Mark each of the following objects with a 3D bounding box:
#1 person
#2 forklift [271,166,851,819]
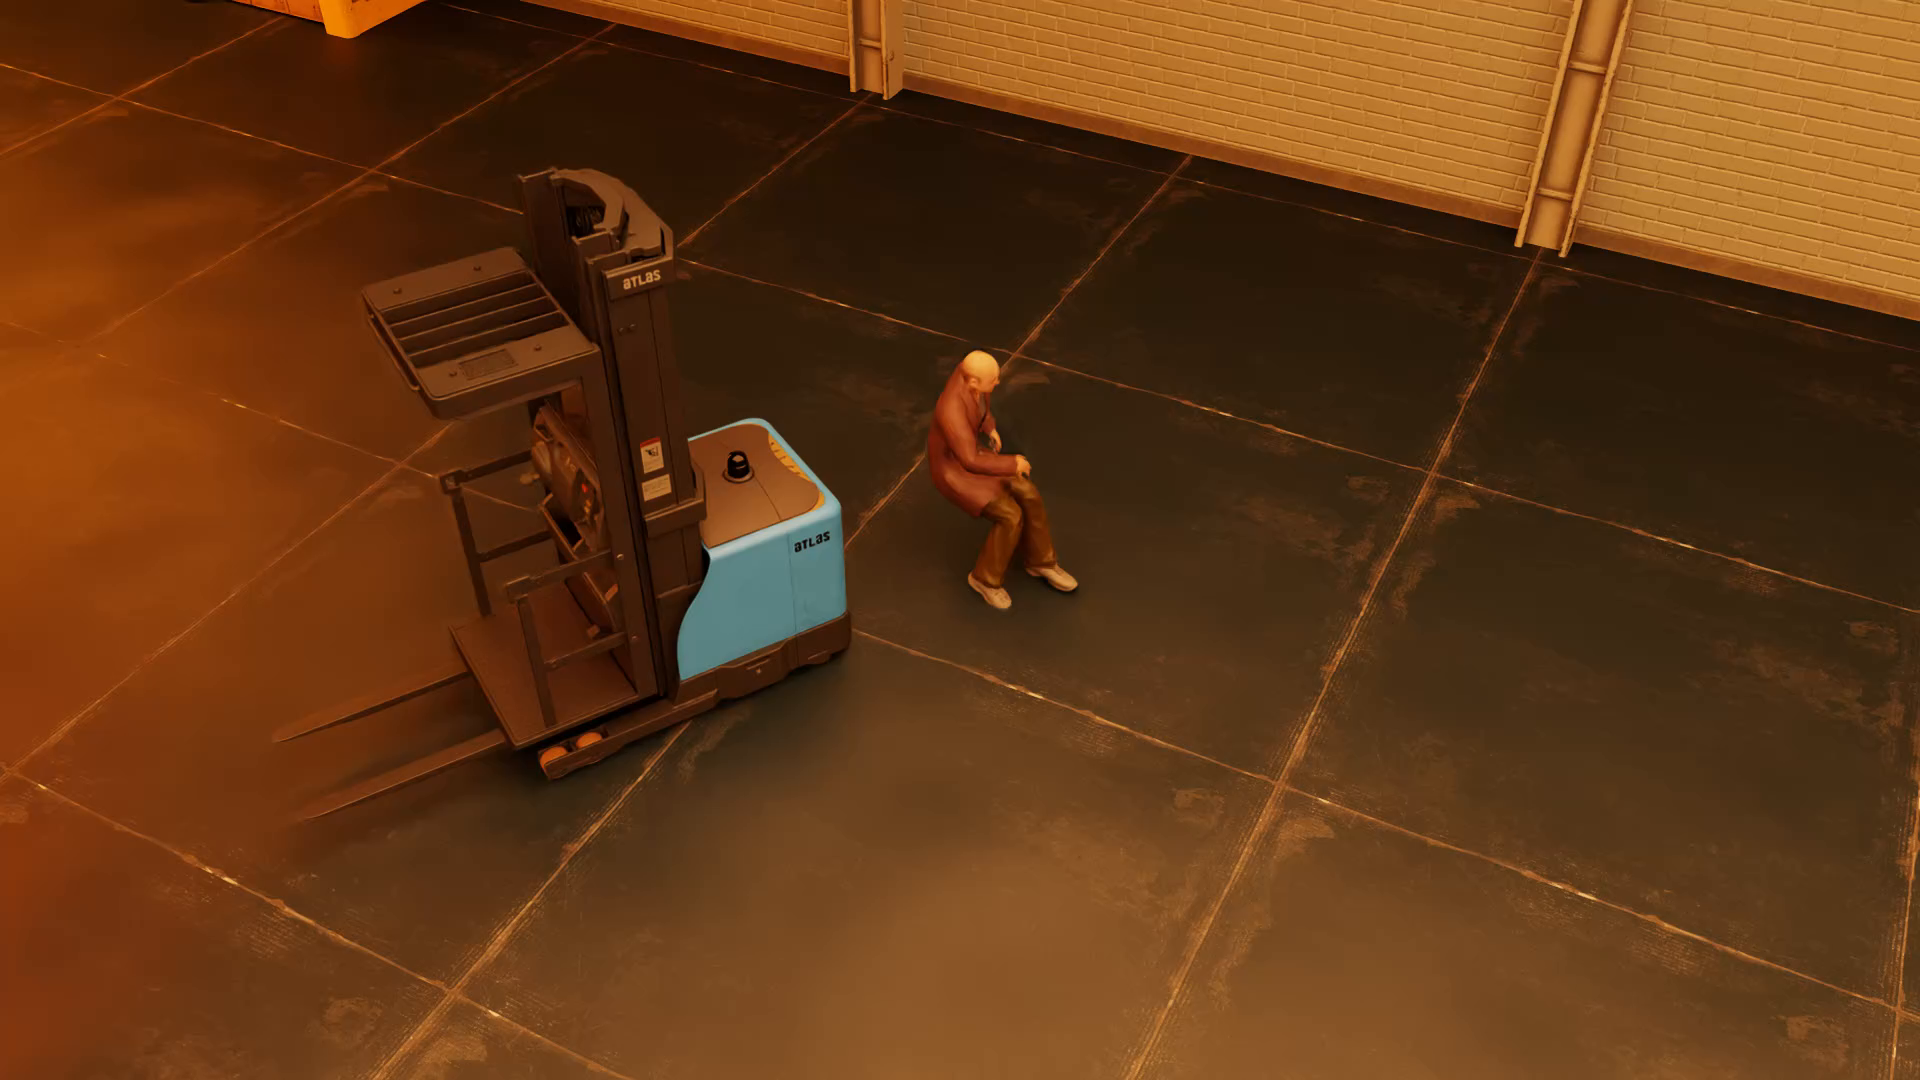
[{"bbox_3d":[0.276,-0.401,9.633,0.947,1.565,0.833,10,41,11],"label":"person"},{"bbox_3d":[-2.144,-0.257,8.292,3.031,2.935,1.130,-22,45,-24],"label":"forklift"}]
